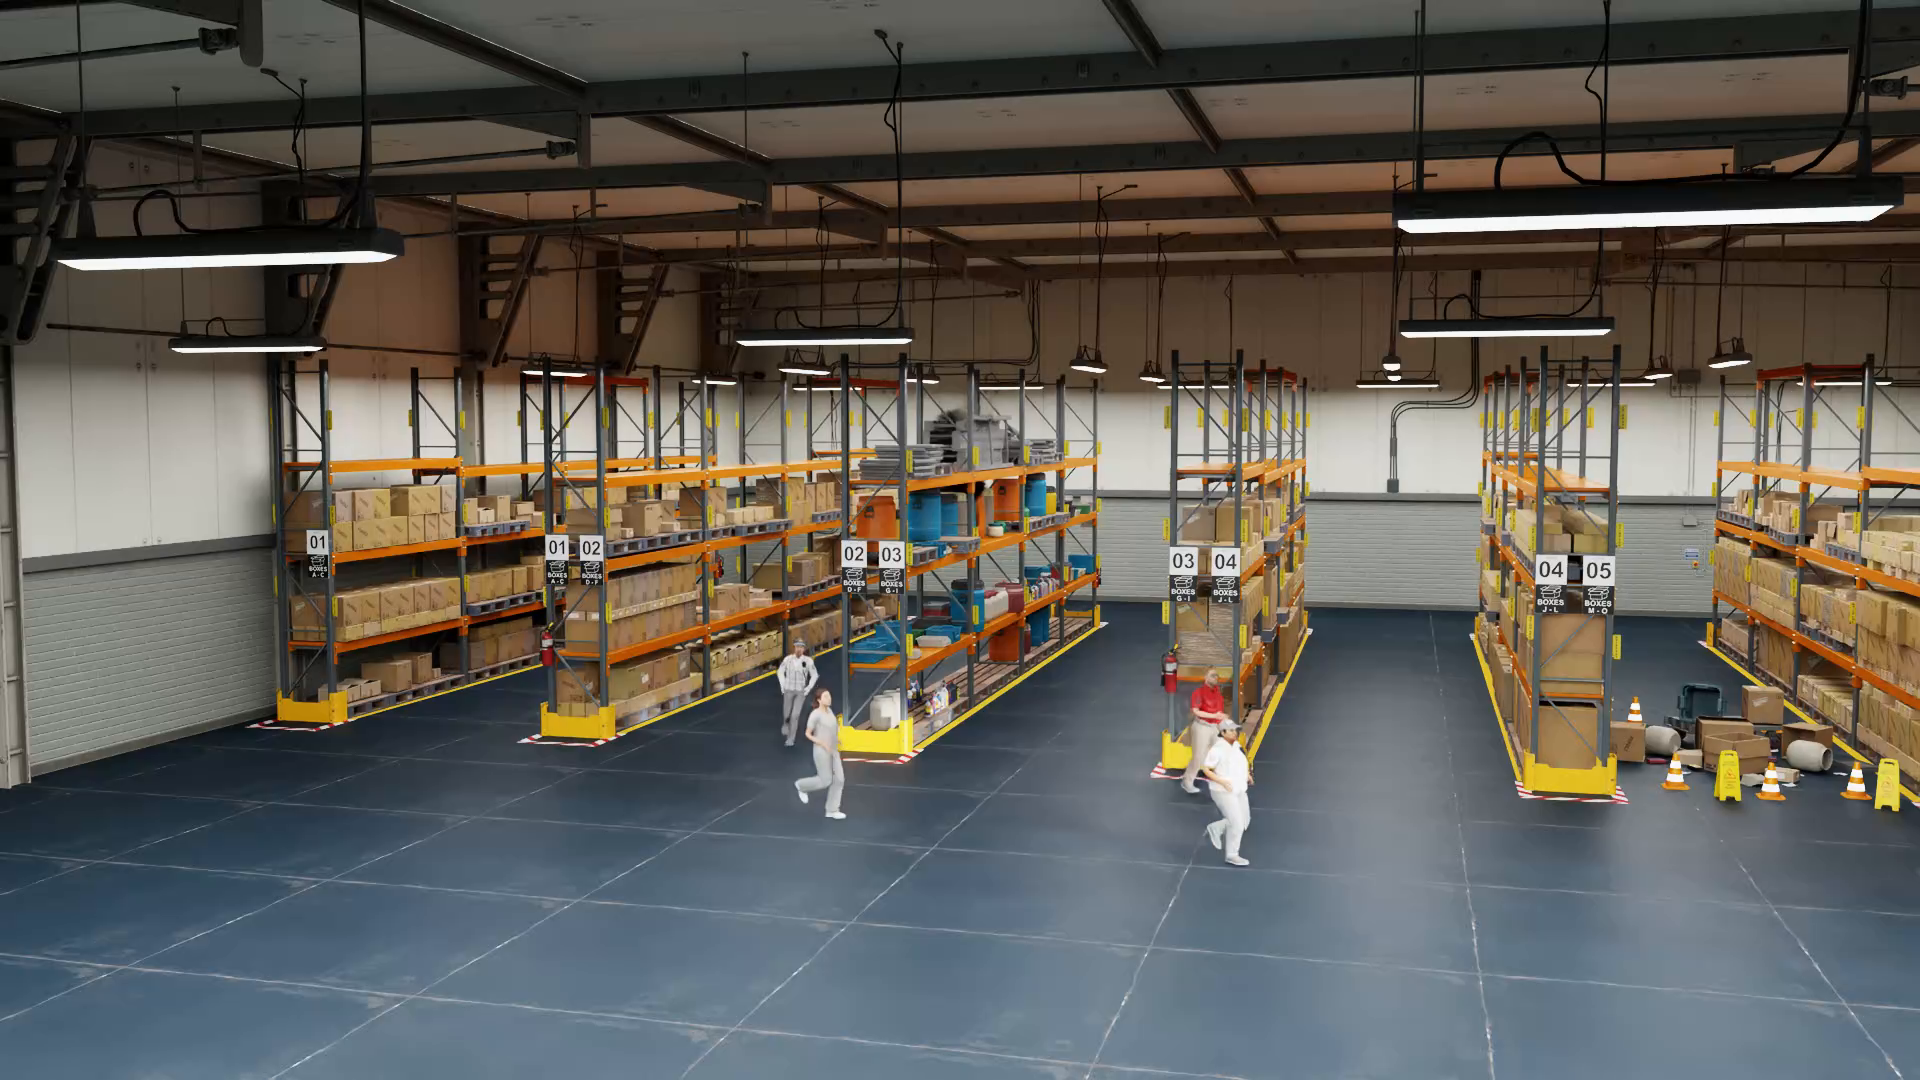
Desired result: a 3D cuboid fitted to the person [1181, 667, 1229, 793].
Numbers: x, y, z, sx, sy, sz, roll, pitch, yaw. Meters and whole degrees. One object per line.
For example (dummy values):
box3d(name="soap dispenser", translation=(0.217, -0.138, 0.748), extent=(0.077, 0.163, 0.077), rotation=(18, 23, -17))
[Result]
box3d(name="person", translation=(3.302, 2.589, 22.059), extent=(0.682, 1.820, 0.772), rotation=(-3, 5, -39))

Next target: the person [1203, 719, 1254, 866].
box3d(name="person", translation=(3.017, 2.836, 18.863), extent=(0.611, 1.619, 0.664), rotation=(-4, 6, -44))

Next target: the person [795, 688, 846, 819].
box3d(name="person", translation=(-1.725, 2.687, 21.002), extent=(0.776, 1.617, 0.565), rotation=(3, 5, 35))

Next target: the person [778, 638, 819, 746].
box3d(name="person", translation=(-2.512, 2.338, 25.822), extent=(0.646, 1.673, 0.564), rotation=(0, 4, 0))
